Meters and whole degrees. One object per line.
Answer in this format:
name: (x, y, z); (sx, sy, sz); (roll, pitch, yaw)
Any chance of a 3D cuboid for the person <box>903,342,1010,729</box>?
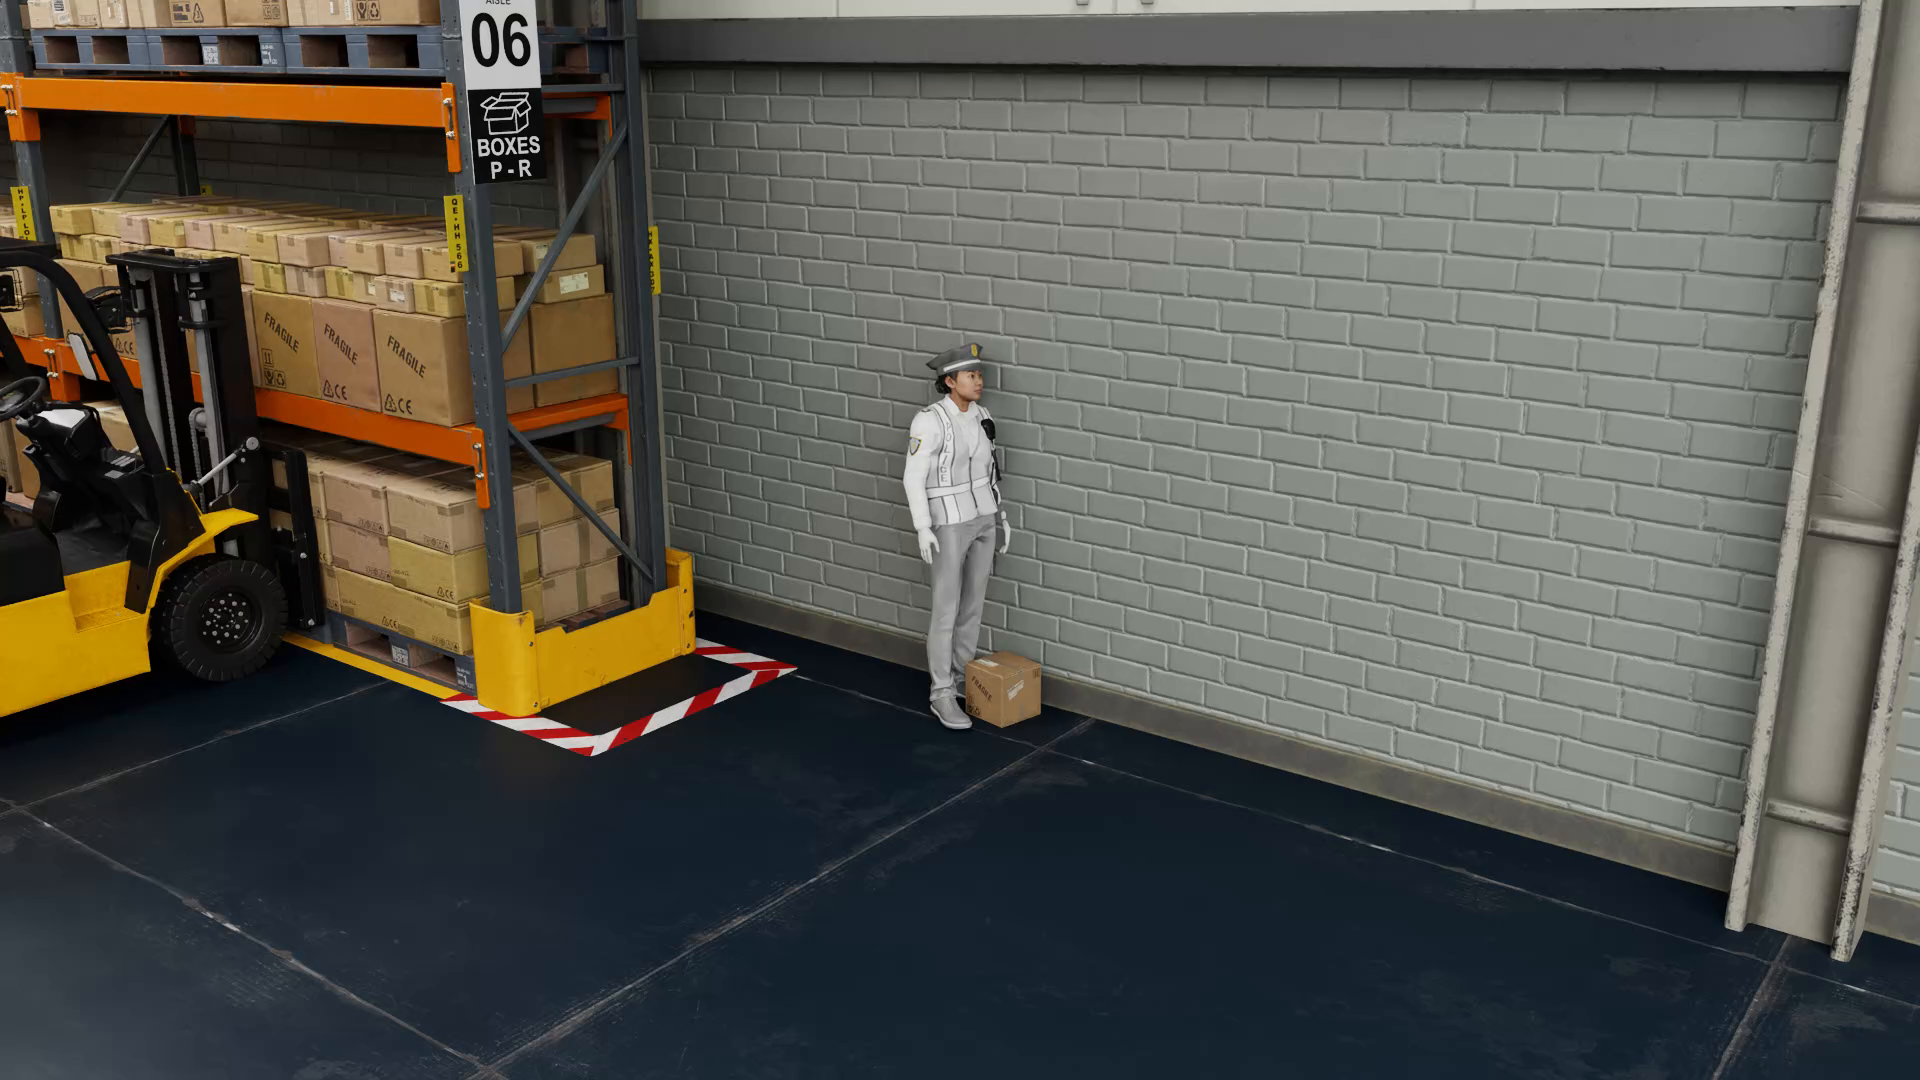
person: (0.045, -0.051, 7.620); (0.586, 1.694, 0.530); (-14, 21, -38)
